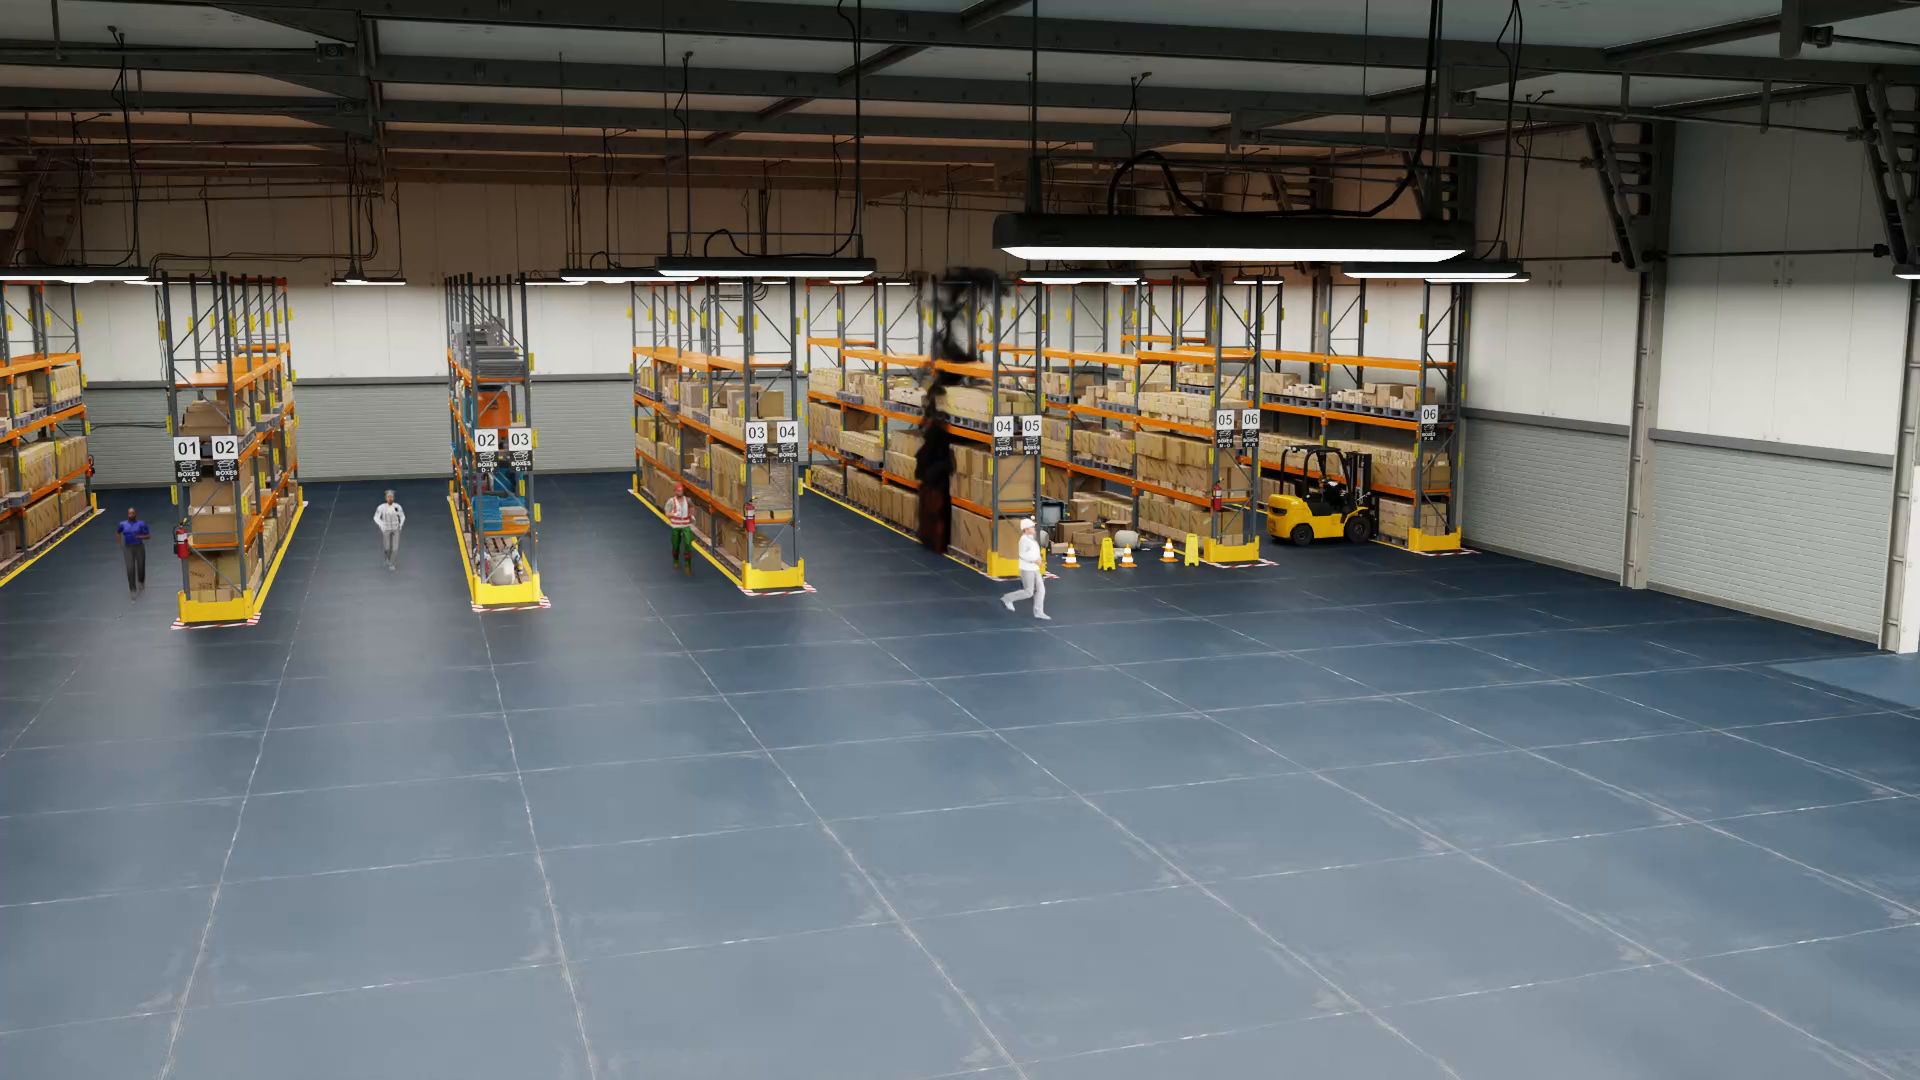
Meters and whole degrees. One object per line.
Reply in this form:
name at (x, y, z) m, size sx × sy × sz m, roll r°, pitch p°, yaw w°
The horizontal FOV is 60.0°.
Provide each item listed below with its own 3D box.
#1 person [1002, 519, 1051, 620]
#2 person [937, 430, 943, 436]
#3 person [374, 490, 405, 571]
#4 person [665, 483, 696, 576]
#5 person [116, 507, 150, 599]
person at (1.172, 0.506, 29.021) m, size 0.867 × 1.770 × 0.671 m, roll 3°, pitch 9°, yaw 18°
person at (-0.683, -2.803, 51.059) m, size 0.832 × 1.685 × 0.739 m, roll -2°, pitch 9°, yaw -14°
person at (-11.617, -0.203, 33.945) m, size 0.599 × 1.652 × 0.539 m, roll -4°, pitch 10°, yaw -26°
person at (-5.644, -0.231, 33.640) m, size 0.648 × 1.845 × 0.799 m, roll -3°, pitch 9°, yaw -18°
person at (-15.429, 0.210, 31.075) m, size 0.572 × 1.653 × 0.935 m, roll -4°, pitch 10°, yaw -27°
